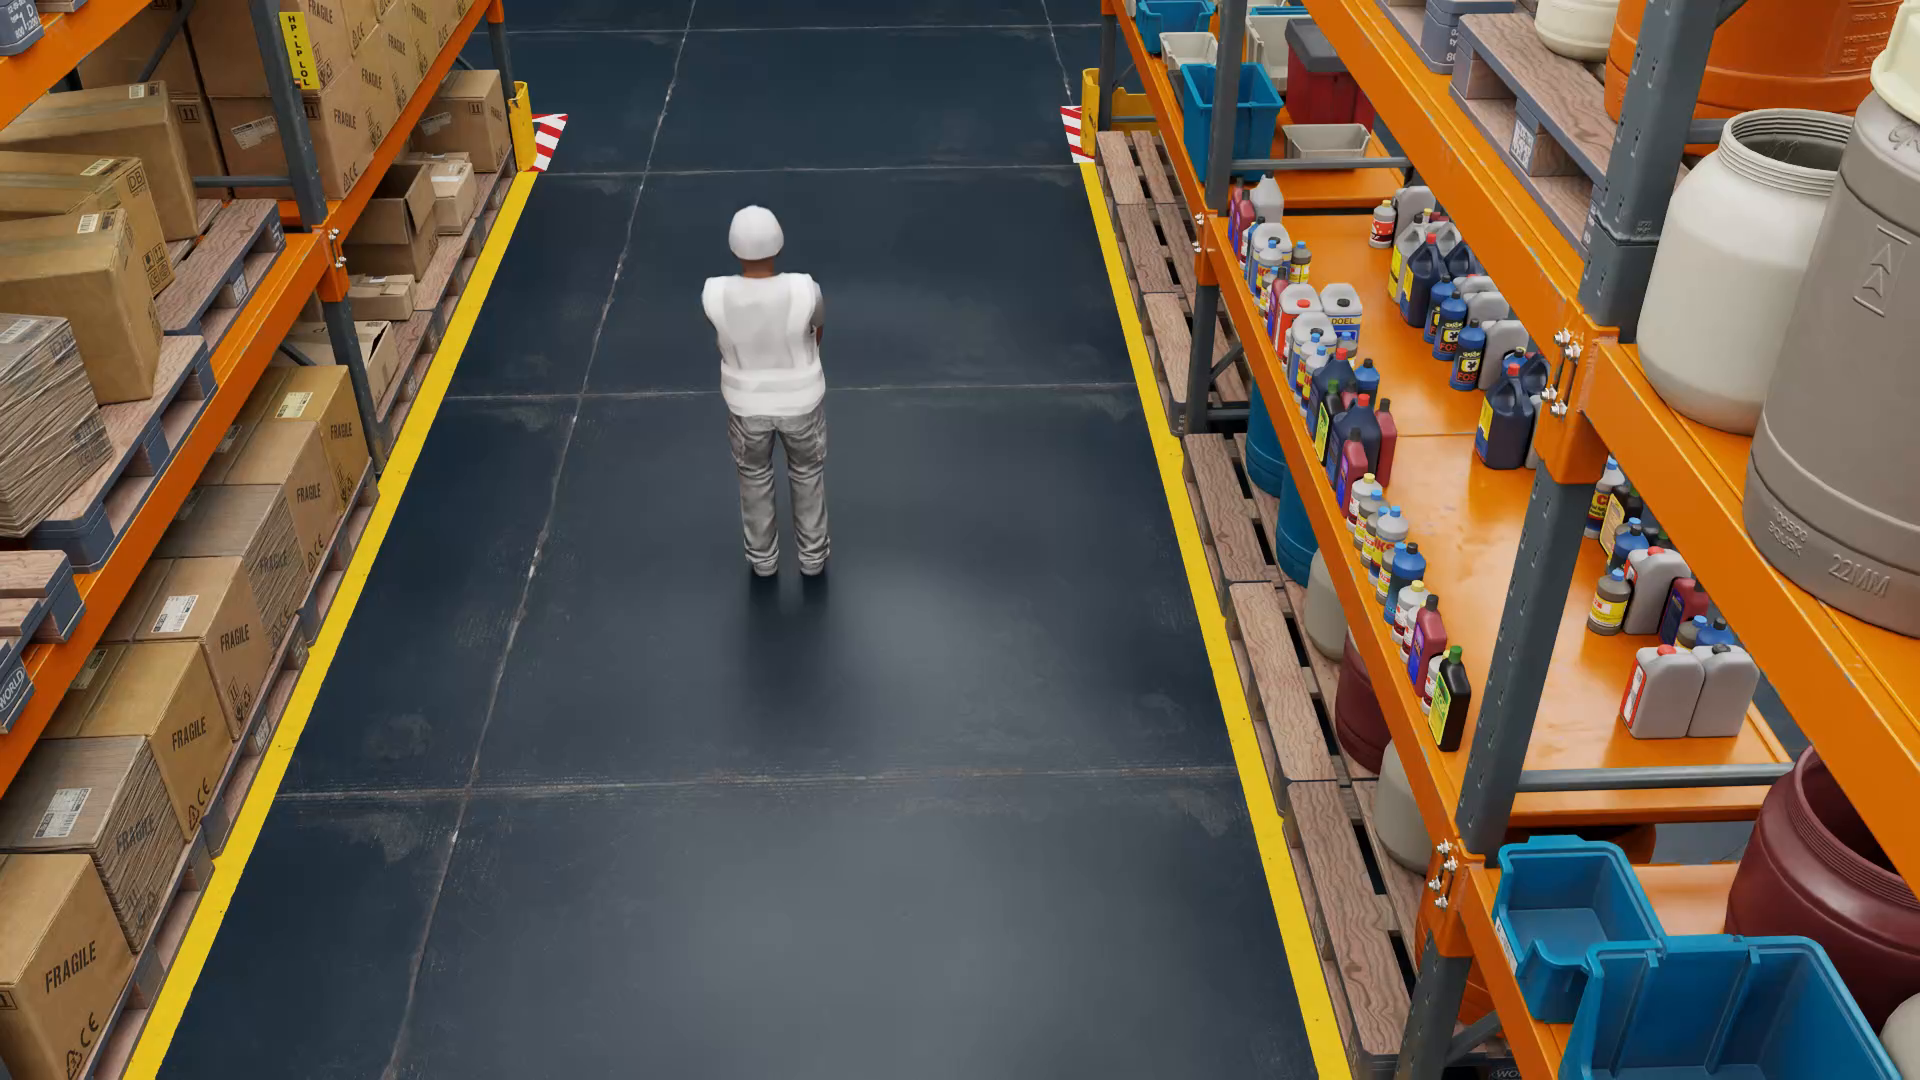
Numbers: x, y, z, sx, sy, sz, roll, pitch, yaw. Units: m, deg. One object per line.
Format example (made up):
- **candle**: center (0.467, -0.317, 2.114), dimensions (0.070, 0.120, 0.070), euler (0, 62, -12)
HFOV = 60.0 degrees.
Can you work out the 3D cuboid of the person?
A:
- **person**: center (-0.796, -0.649, 7.061), dimensions (0.487, 1.778, 0.584), euler (-1, 35, -2)
